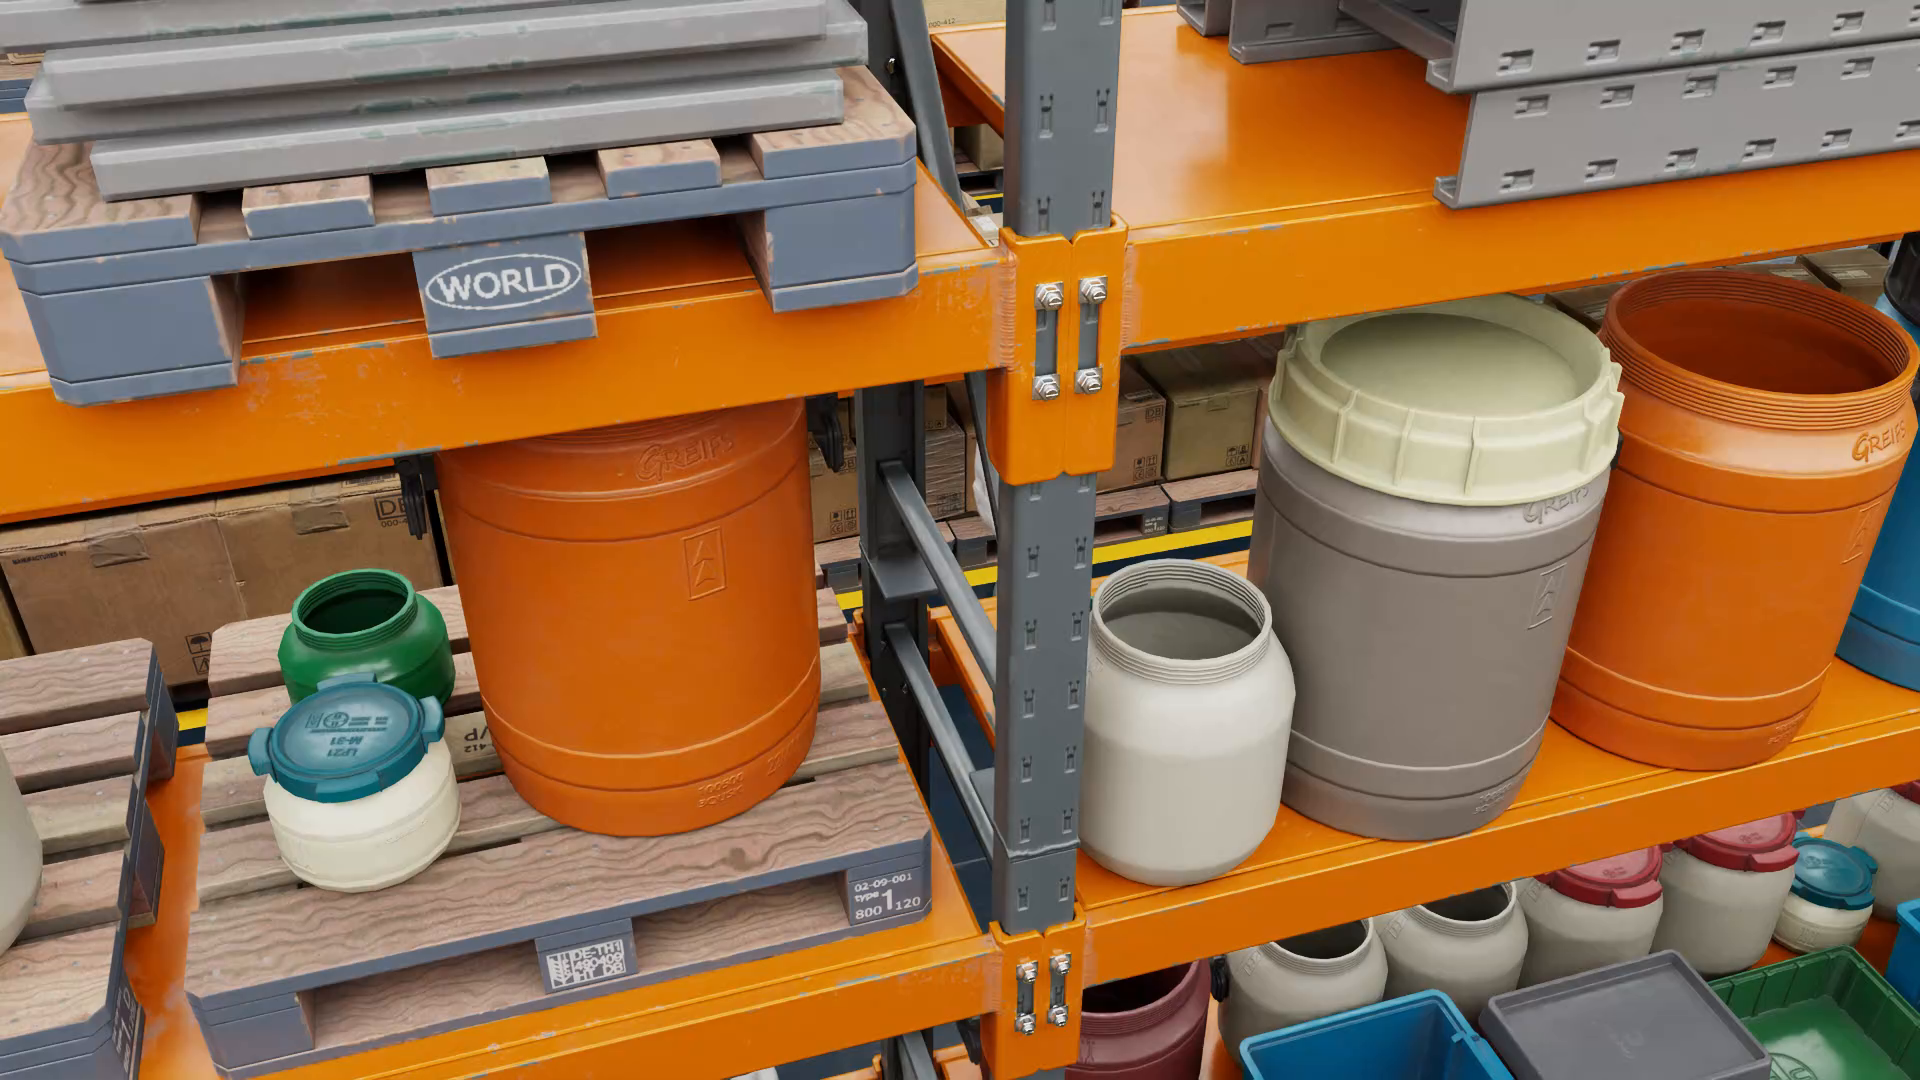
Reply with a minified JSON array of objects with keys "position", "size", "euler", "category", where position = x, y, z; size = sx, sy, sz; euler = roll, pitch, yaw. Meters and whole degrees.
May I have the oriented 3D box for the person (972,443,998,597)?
[{"position":[0.306,-0.133,7.625],"size":[0.458,1.761,0.629],"euler":[-12,35,-17],"category":"person"}]
